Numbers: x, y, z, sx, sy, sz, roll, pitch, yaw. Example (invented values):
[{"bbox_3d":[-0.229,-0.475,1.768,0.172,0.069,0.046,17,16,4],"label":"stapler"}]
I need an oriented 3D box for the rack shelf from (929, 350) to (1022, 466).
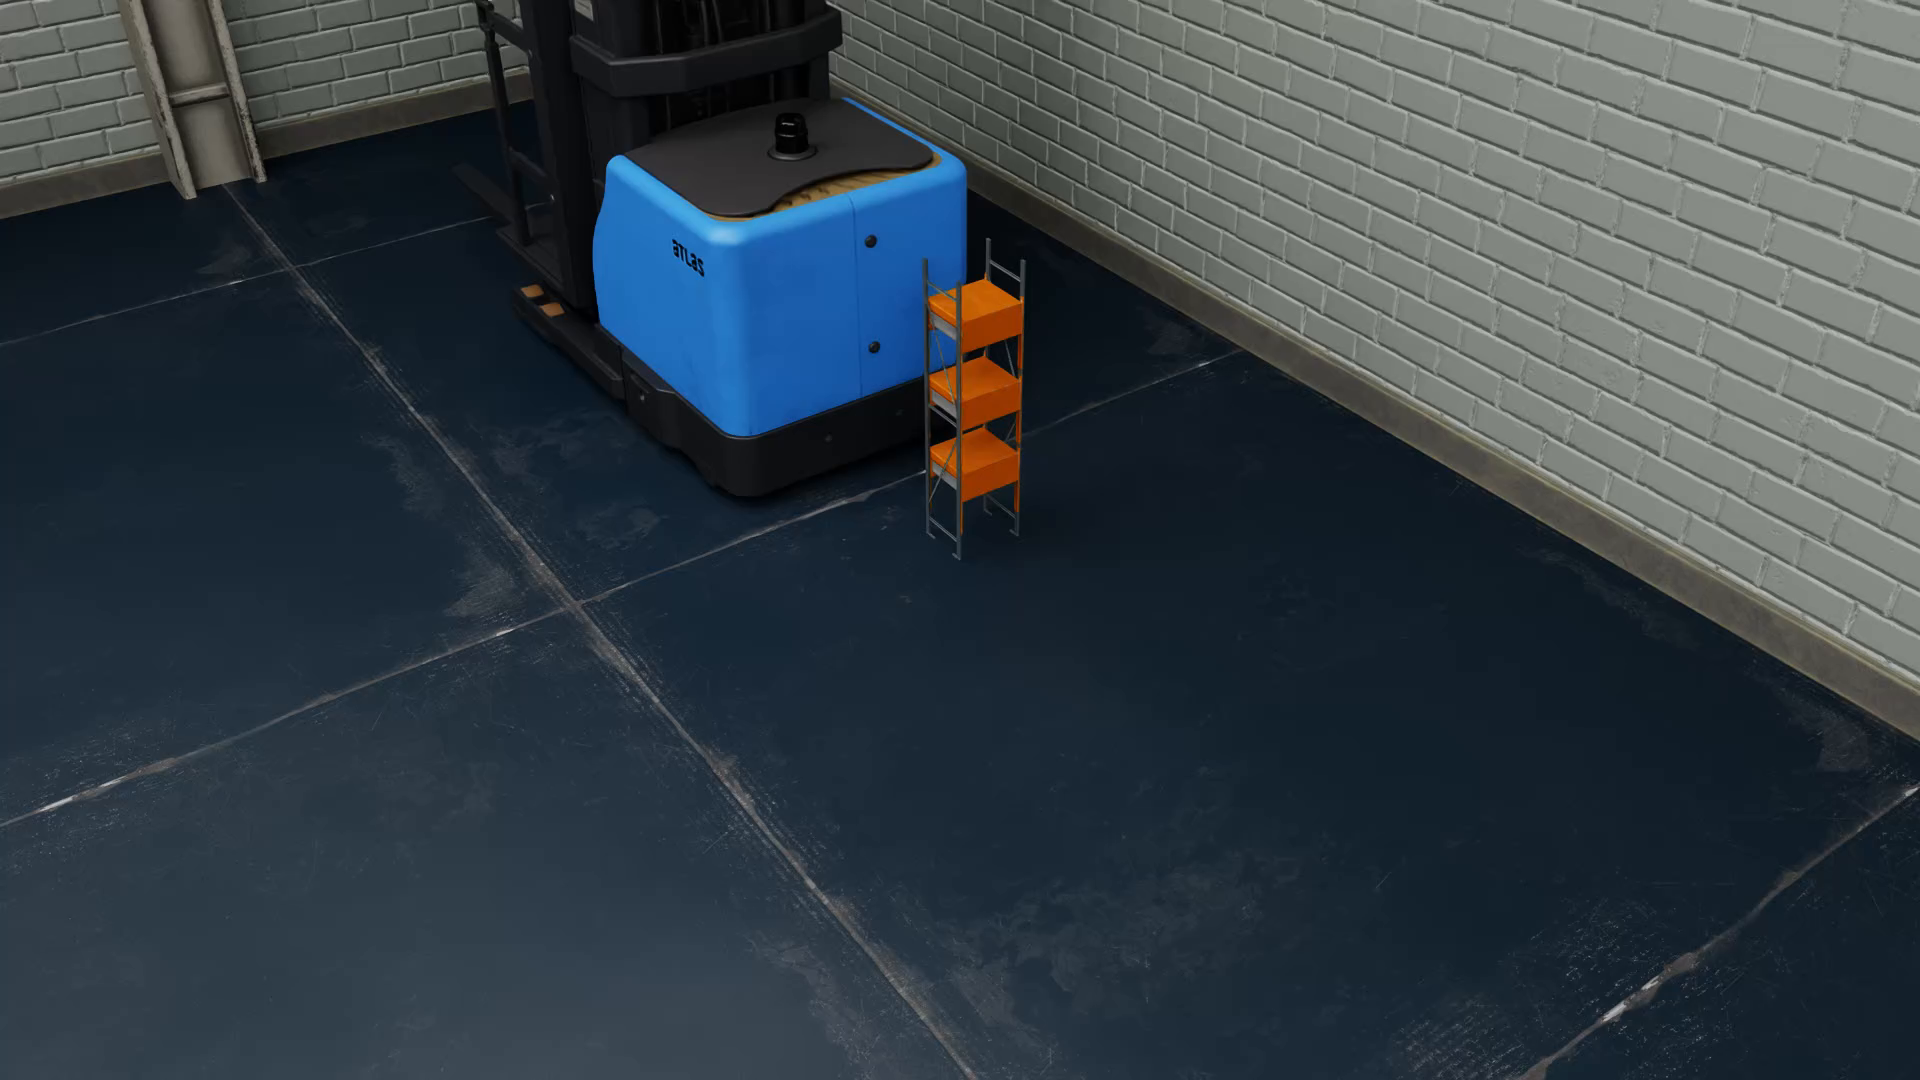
[{"bbox_3d":[0.044,-0.436,5.475,0.240,0.259,0.215,-22,41,-28],"label":"rack shelf"}]

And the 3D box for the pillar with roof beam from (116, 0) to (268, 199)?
[{"bbox_3d":[-1.190,-3.384,2.748,0.400,9.000,9.100,-22,41,-28],"label":"pillar with roof beam"}]

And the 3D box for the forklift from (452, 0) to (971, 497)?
[{"bbox_3d":[-1.228,-2.154,6.235,1.130,2.935,3.031,-23,42,-28],"label":"forklift"}]

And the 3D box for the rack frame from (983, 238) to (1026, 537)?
[{"bbox_3d":[0.143,-0.485,5.526,0.008,1.050,0.200,-22,41,-28],"label":"rack frame"}]

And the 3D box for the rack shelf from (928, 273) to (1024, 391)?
[{"bbox_3d":[0.044,-0.666,5.309,0.240,0.259,0.215,-22,41,-28],"label":"rack shelf"}]

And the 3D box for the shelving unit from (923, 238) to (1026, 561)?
[{"bbox_3d":[0.044,-0.444,5.468,0.252,1.050,0.215,-22,41,-28],"label":"shelving unit"}]

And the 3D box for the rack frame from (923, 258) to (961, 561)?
[{"bbox_3d":[-0.056,-0.403,5.411,0.008,1.050,0.200,-22,41,-28],"label":"rack frame"}]

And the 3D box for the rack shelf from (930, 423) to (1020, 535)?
[{"bbox_3d":[0.044,-0.210,5.637,0.240,0.259,0.215,-22,41,-28],"label":"rack shelf"}]
